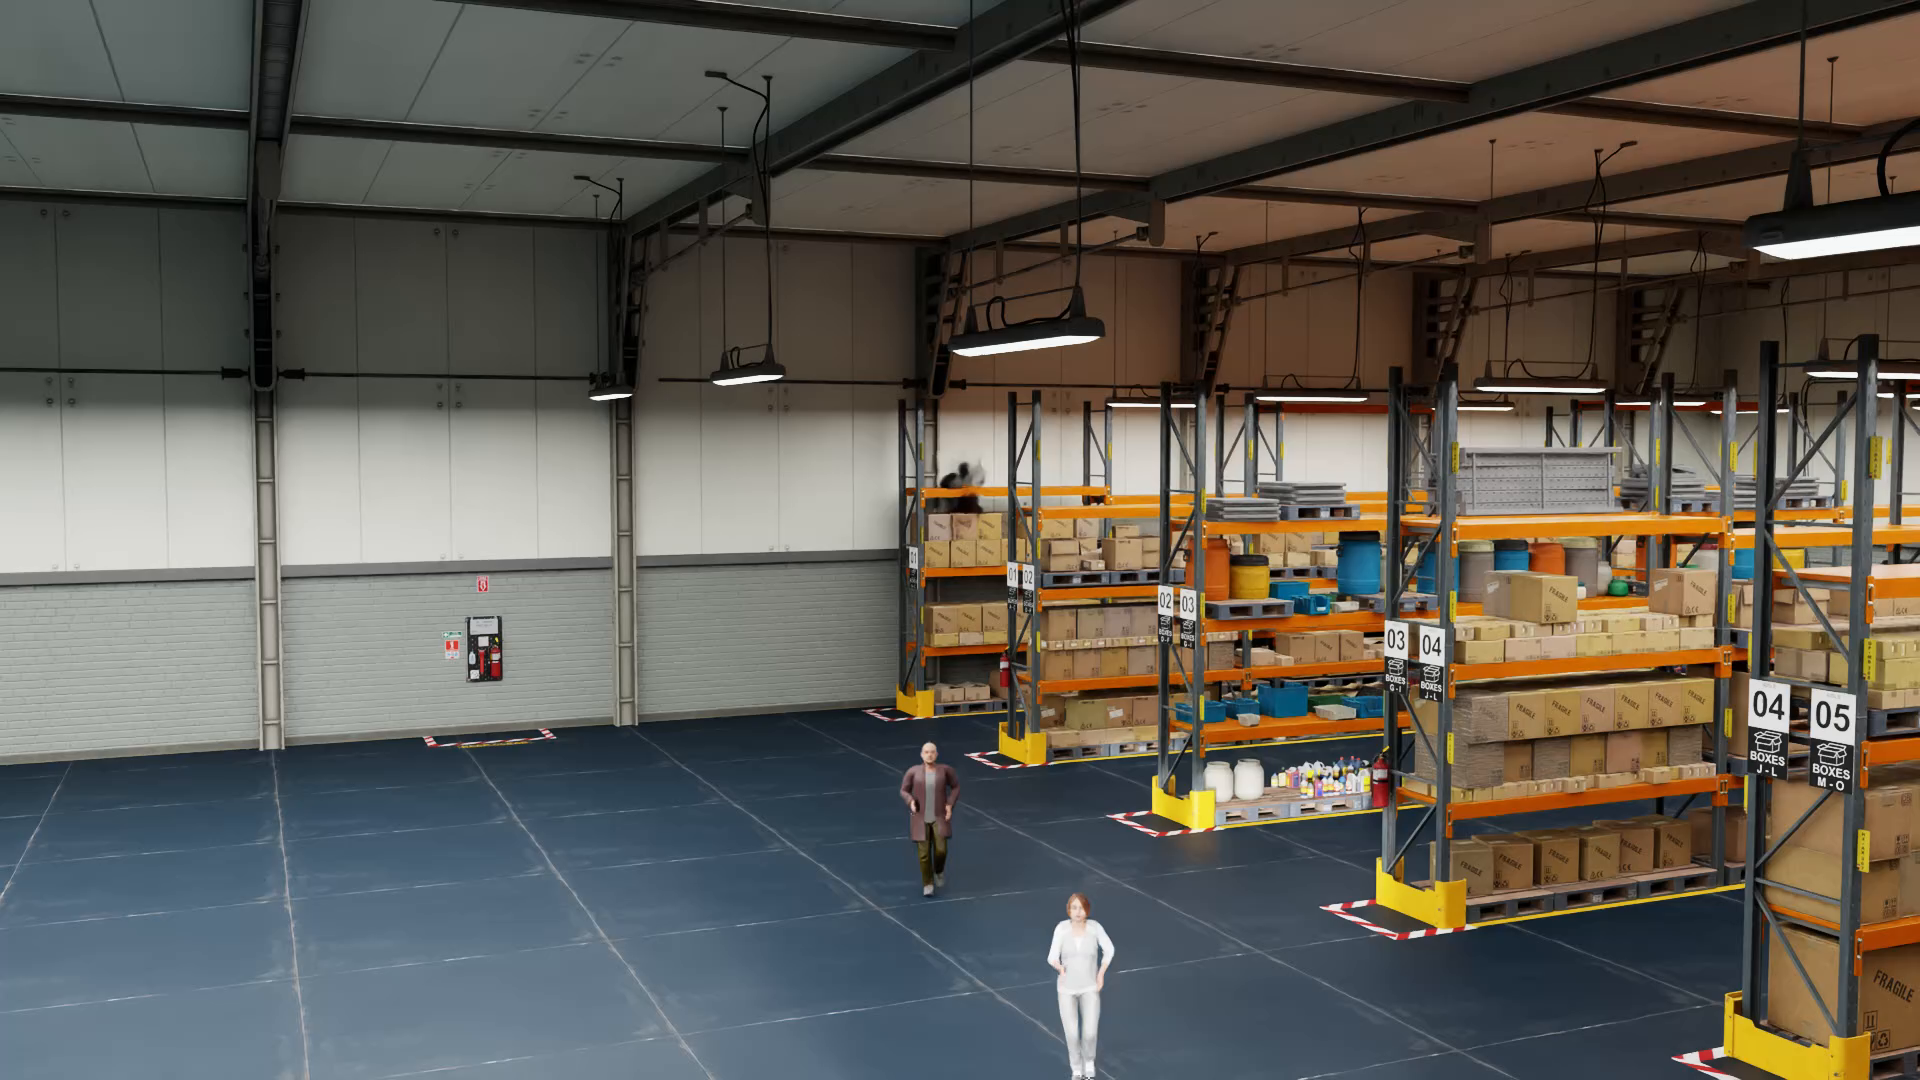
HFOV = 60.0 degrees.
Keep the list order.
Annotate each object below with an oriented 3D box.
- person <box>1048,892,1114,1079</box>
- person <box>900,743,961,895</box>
[{"bbox_3d":[0.952,3.591,13.216,0.522,1.553,0.555,0,3,8],"label":"person"},{"bbox_3d":[-0.340,3.181,18.952,0.701,1.729,0.653,0,3,-1],"label":"person"}]
